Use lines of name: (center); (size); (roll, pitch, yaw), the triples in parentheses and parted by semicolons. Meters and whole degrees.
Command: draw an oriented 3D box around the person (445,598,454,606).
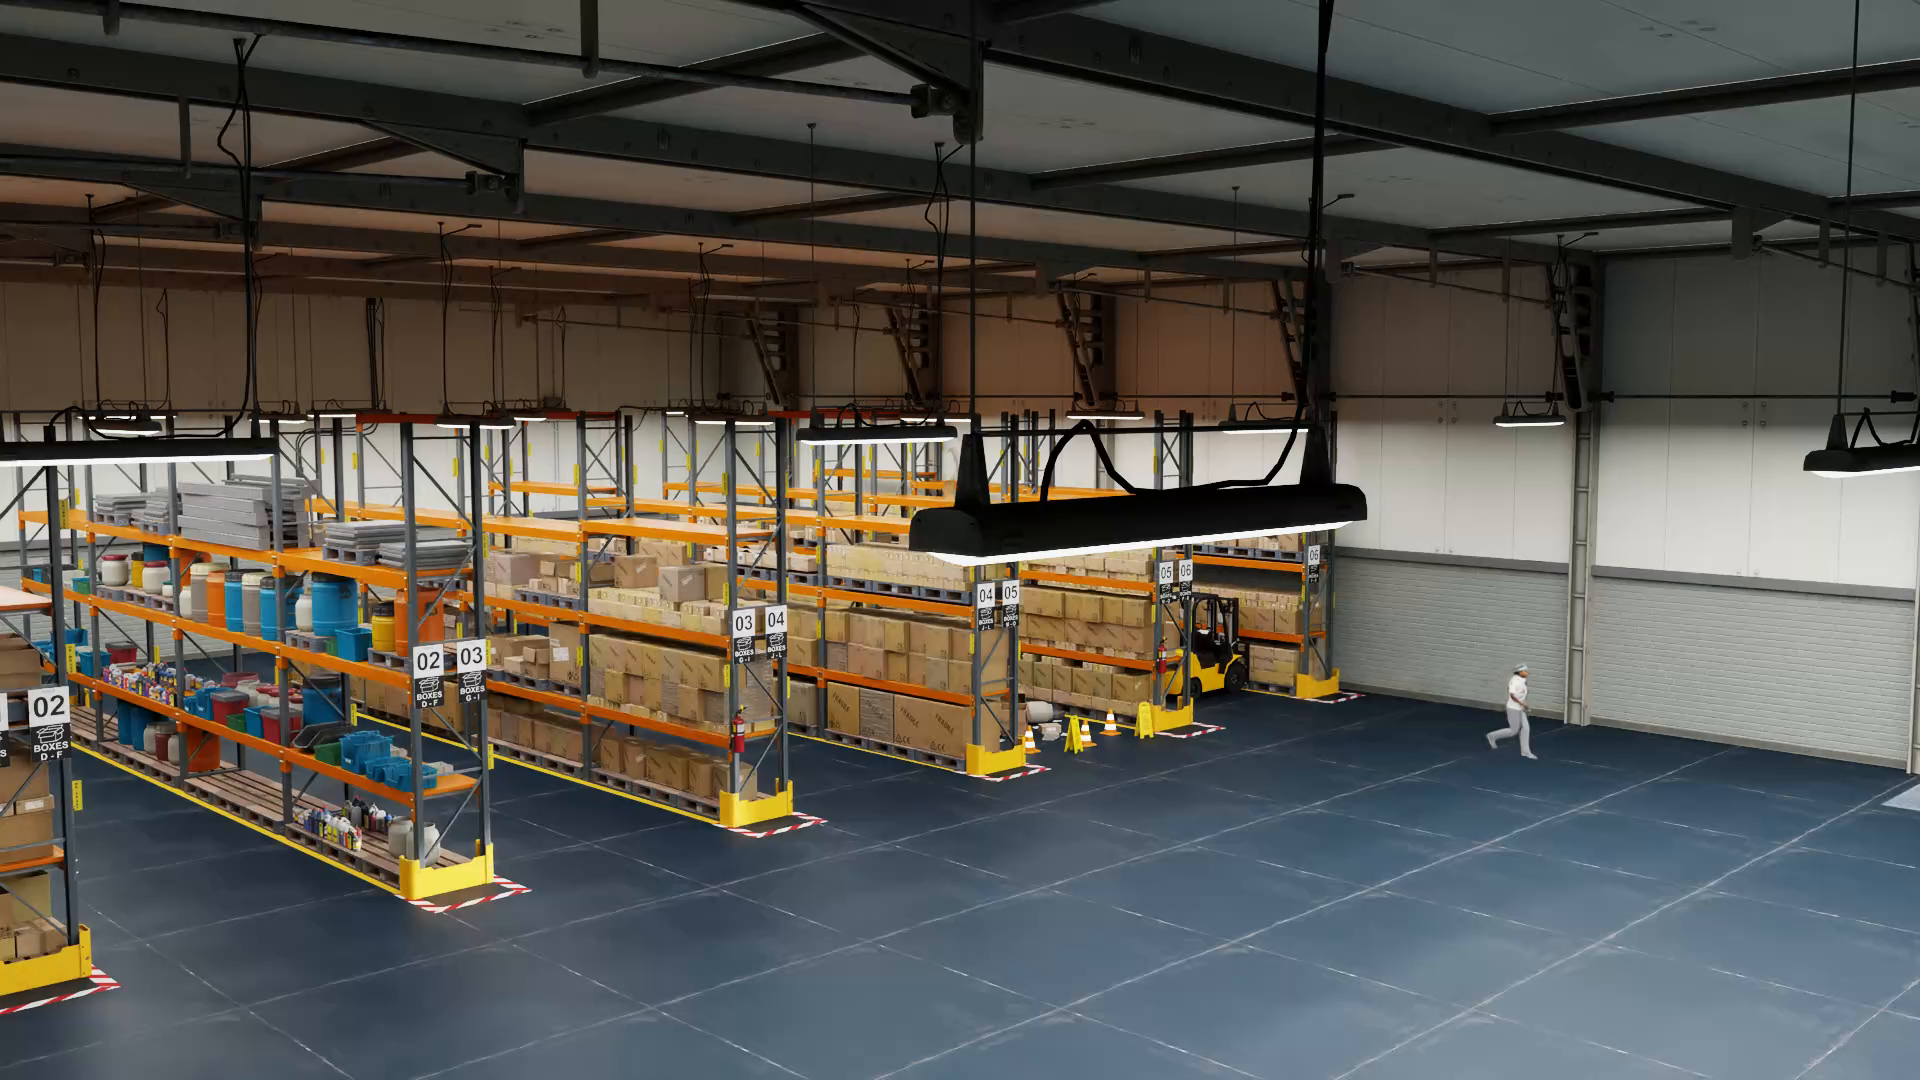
person: (-11.715, 2.153, 38.050); (0.778, 1.746, 0.946); (-1, 5, -15)

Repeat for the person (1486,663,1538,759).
person: (9.717, 2.975, 29.198); (0.876, 1.687, 0.599); (2, 5, 24)
